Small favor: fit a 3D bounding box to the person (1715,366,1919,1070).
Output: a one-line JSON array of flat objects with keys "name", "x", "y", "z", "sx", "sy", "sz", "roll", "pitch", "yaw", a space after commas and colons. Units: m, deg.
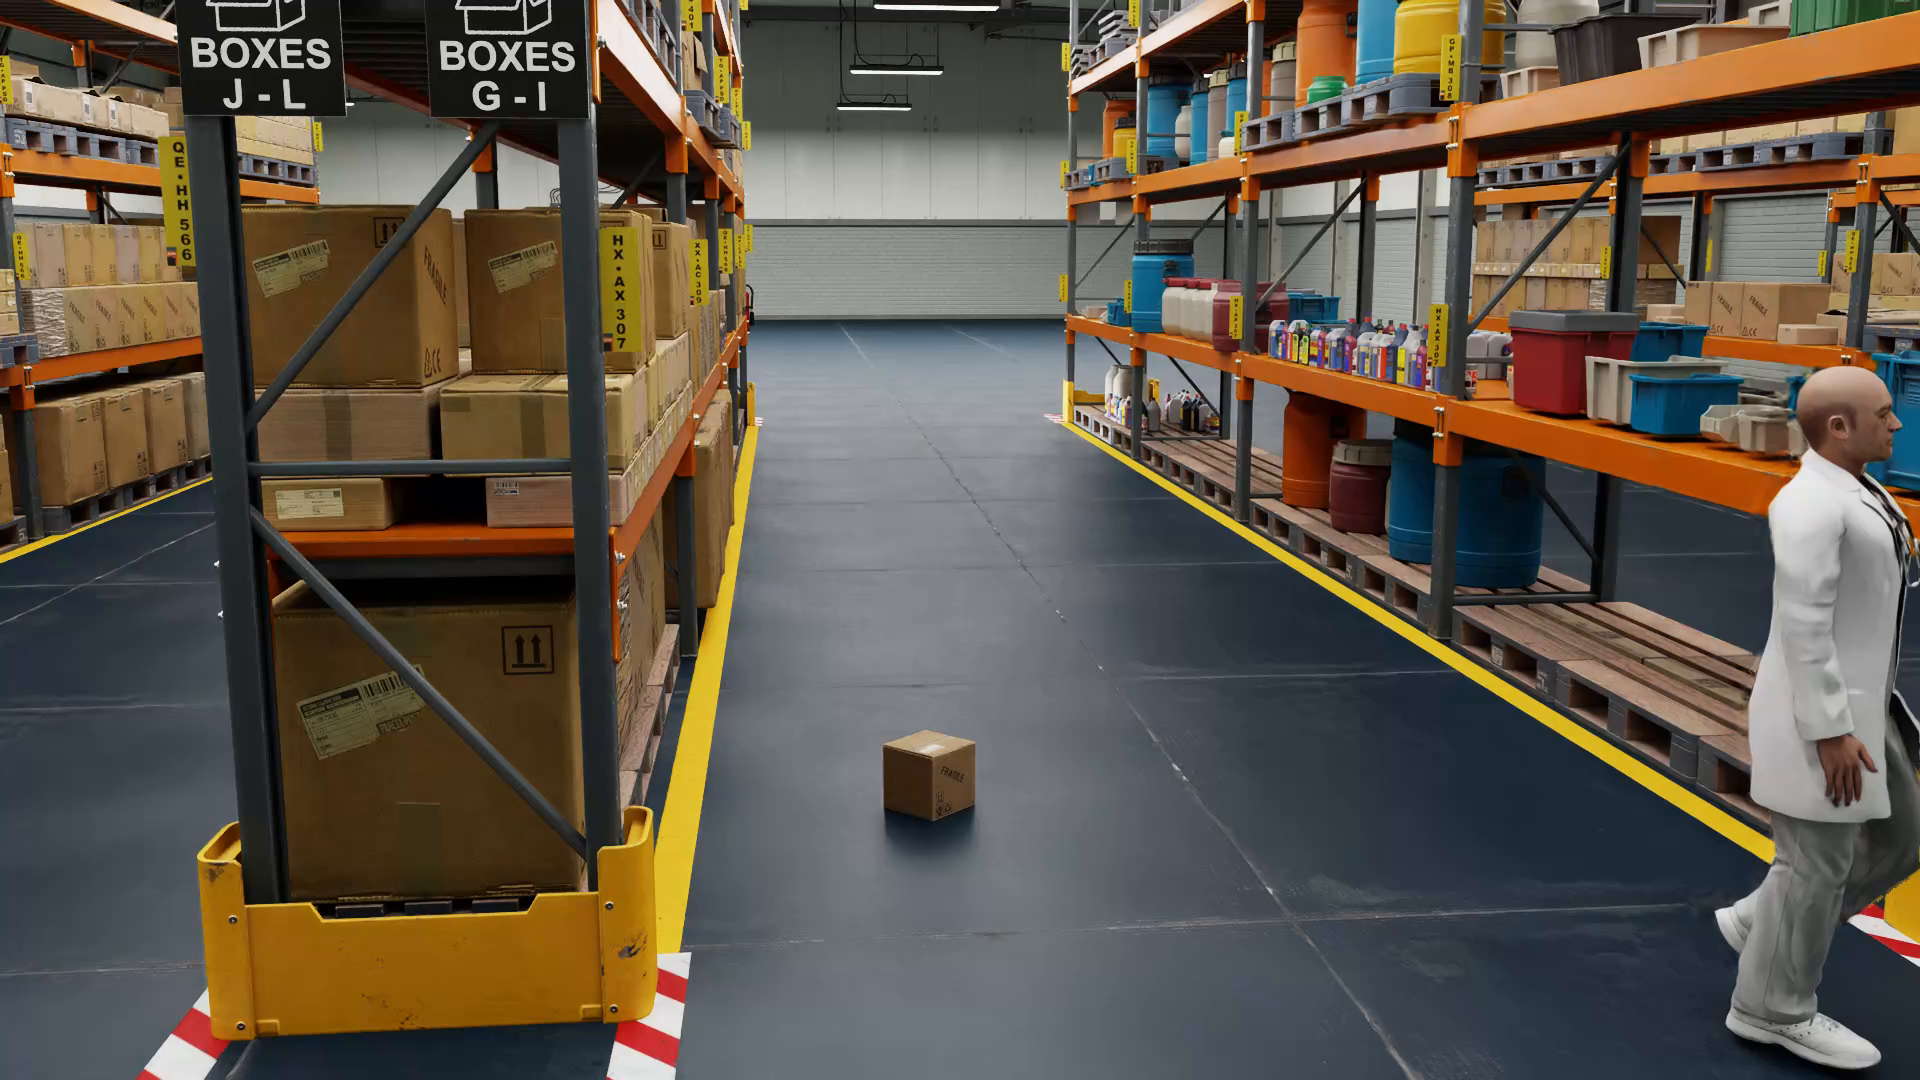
[{"name": "person", "x": 2.217, "y": 0.454, "z": 4.243, "sx": 0.507, "sy": 1.792, "sz": 0.584, "roll": 8, "pitch": 13, "yaw": 38}]
